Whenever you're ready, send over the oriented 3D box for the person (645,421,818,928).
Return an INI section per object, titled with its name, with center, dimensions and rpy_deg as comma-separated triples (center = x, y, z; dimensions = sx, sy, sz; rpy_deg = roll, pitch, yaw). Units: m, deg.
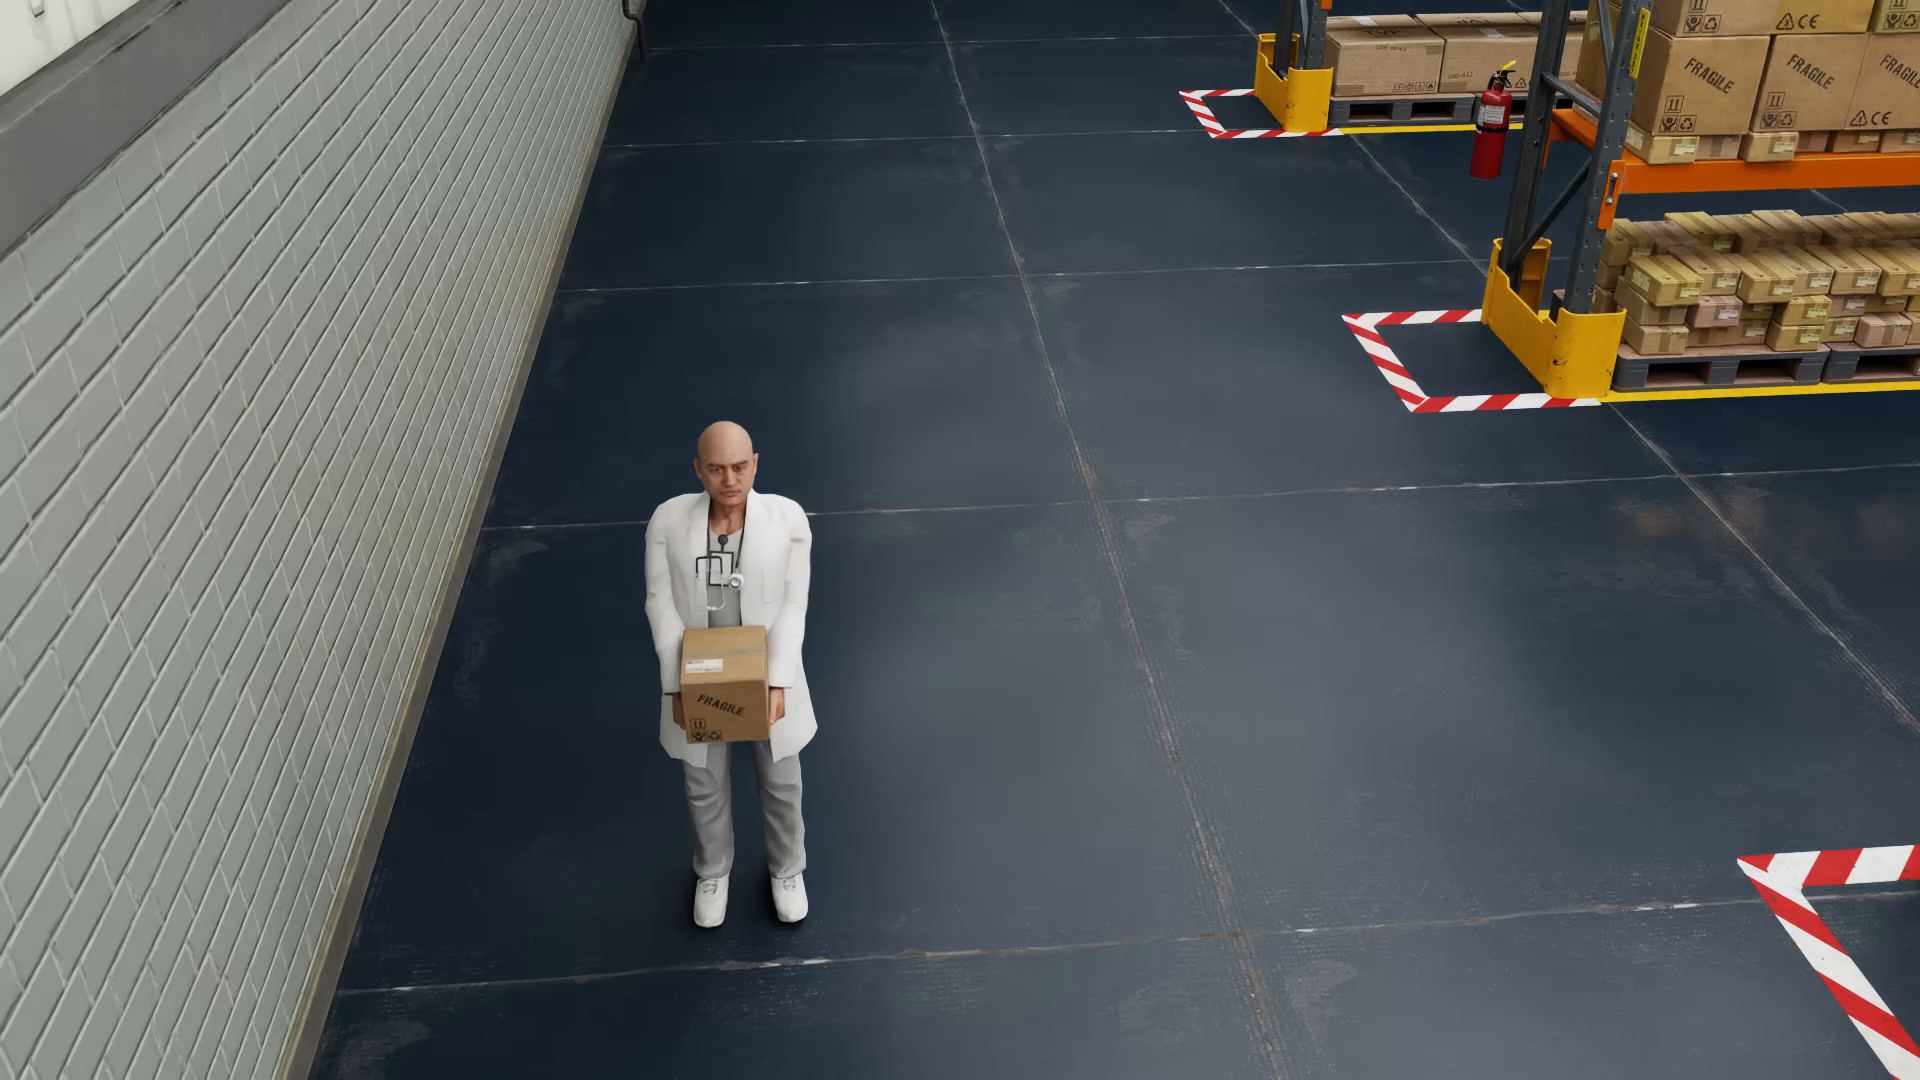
[person]
center = -0.714, 0.505, 5.303
dimensions = 0.530, 1.769, 0.563
rpy_deg = -2, 31, -4
